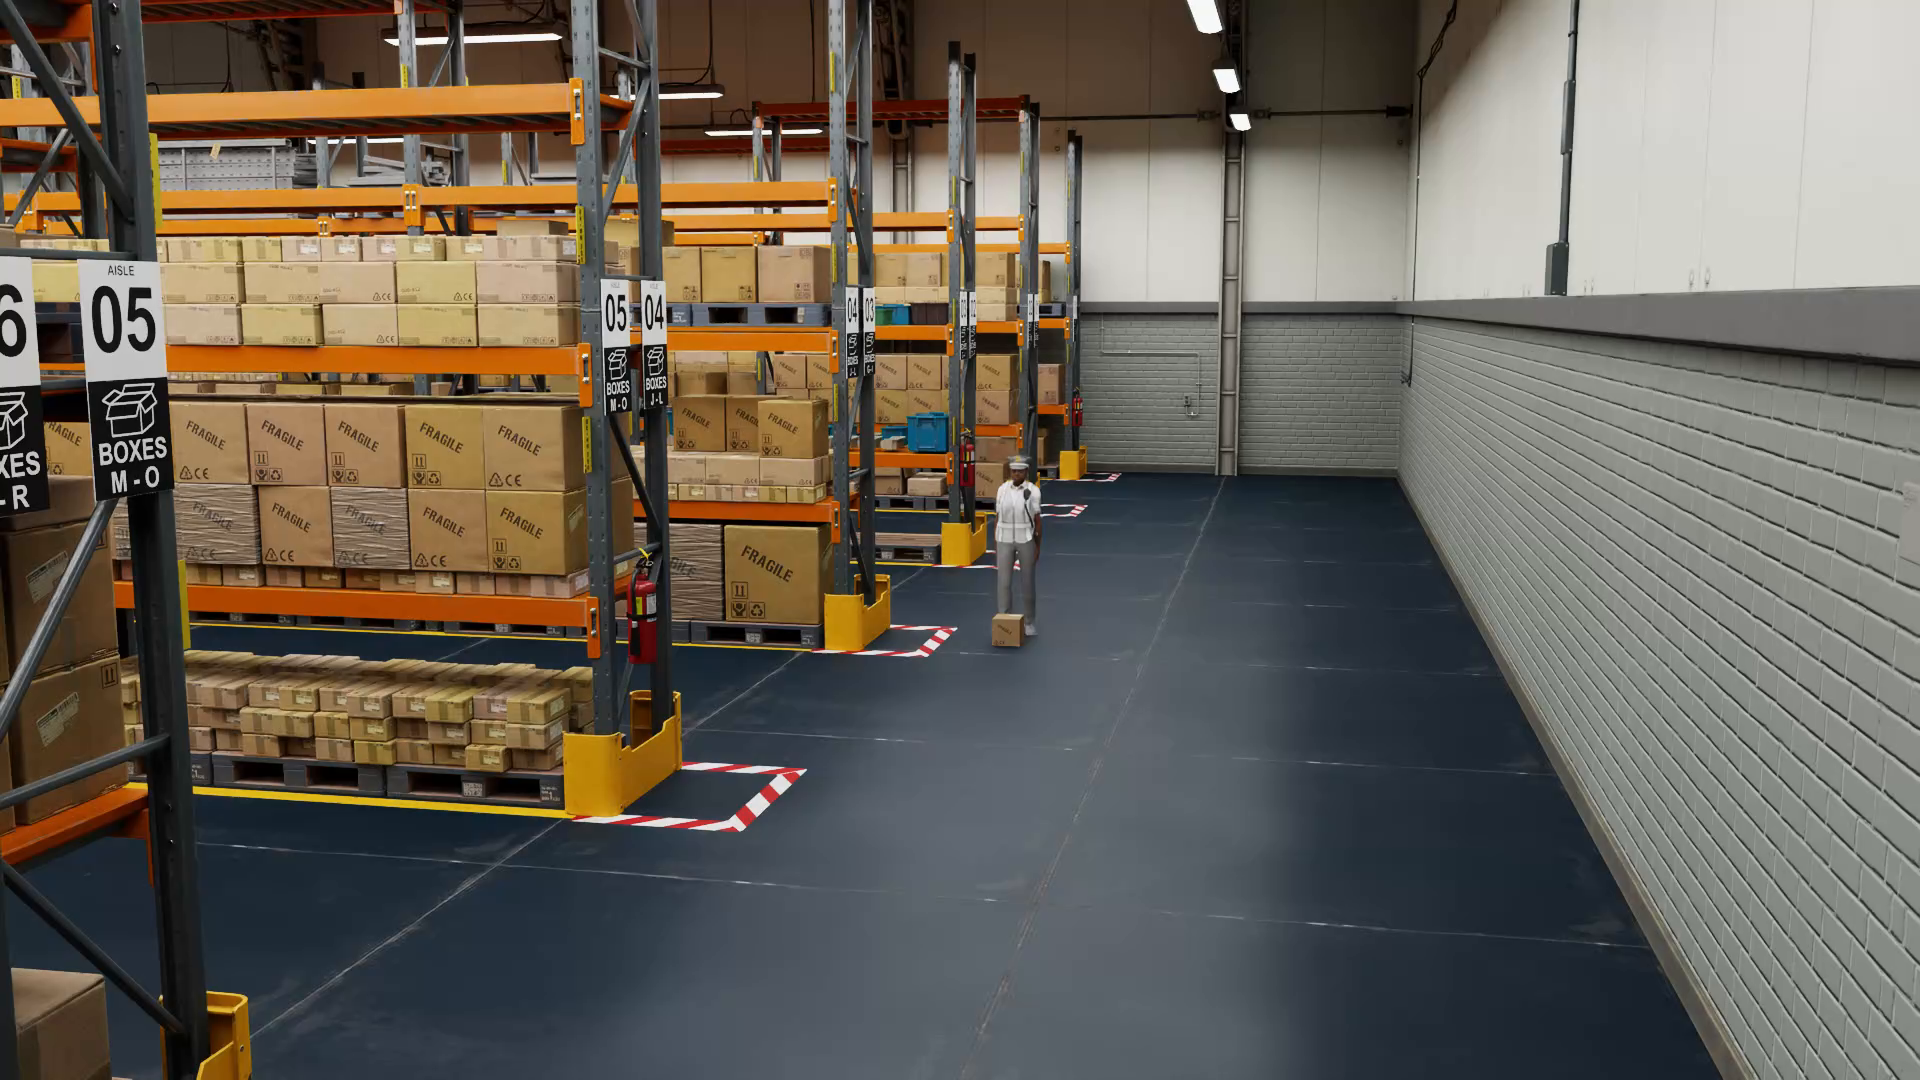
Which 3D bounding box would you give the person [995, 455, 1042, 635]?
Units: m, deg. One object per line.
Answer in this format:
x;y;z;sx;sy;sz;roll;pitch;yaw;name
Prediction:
0.537;0.052;15.445;0.439;1.701;0.432;2;8;12;person
